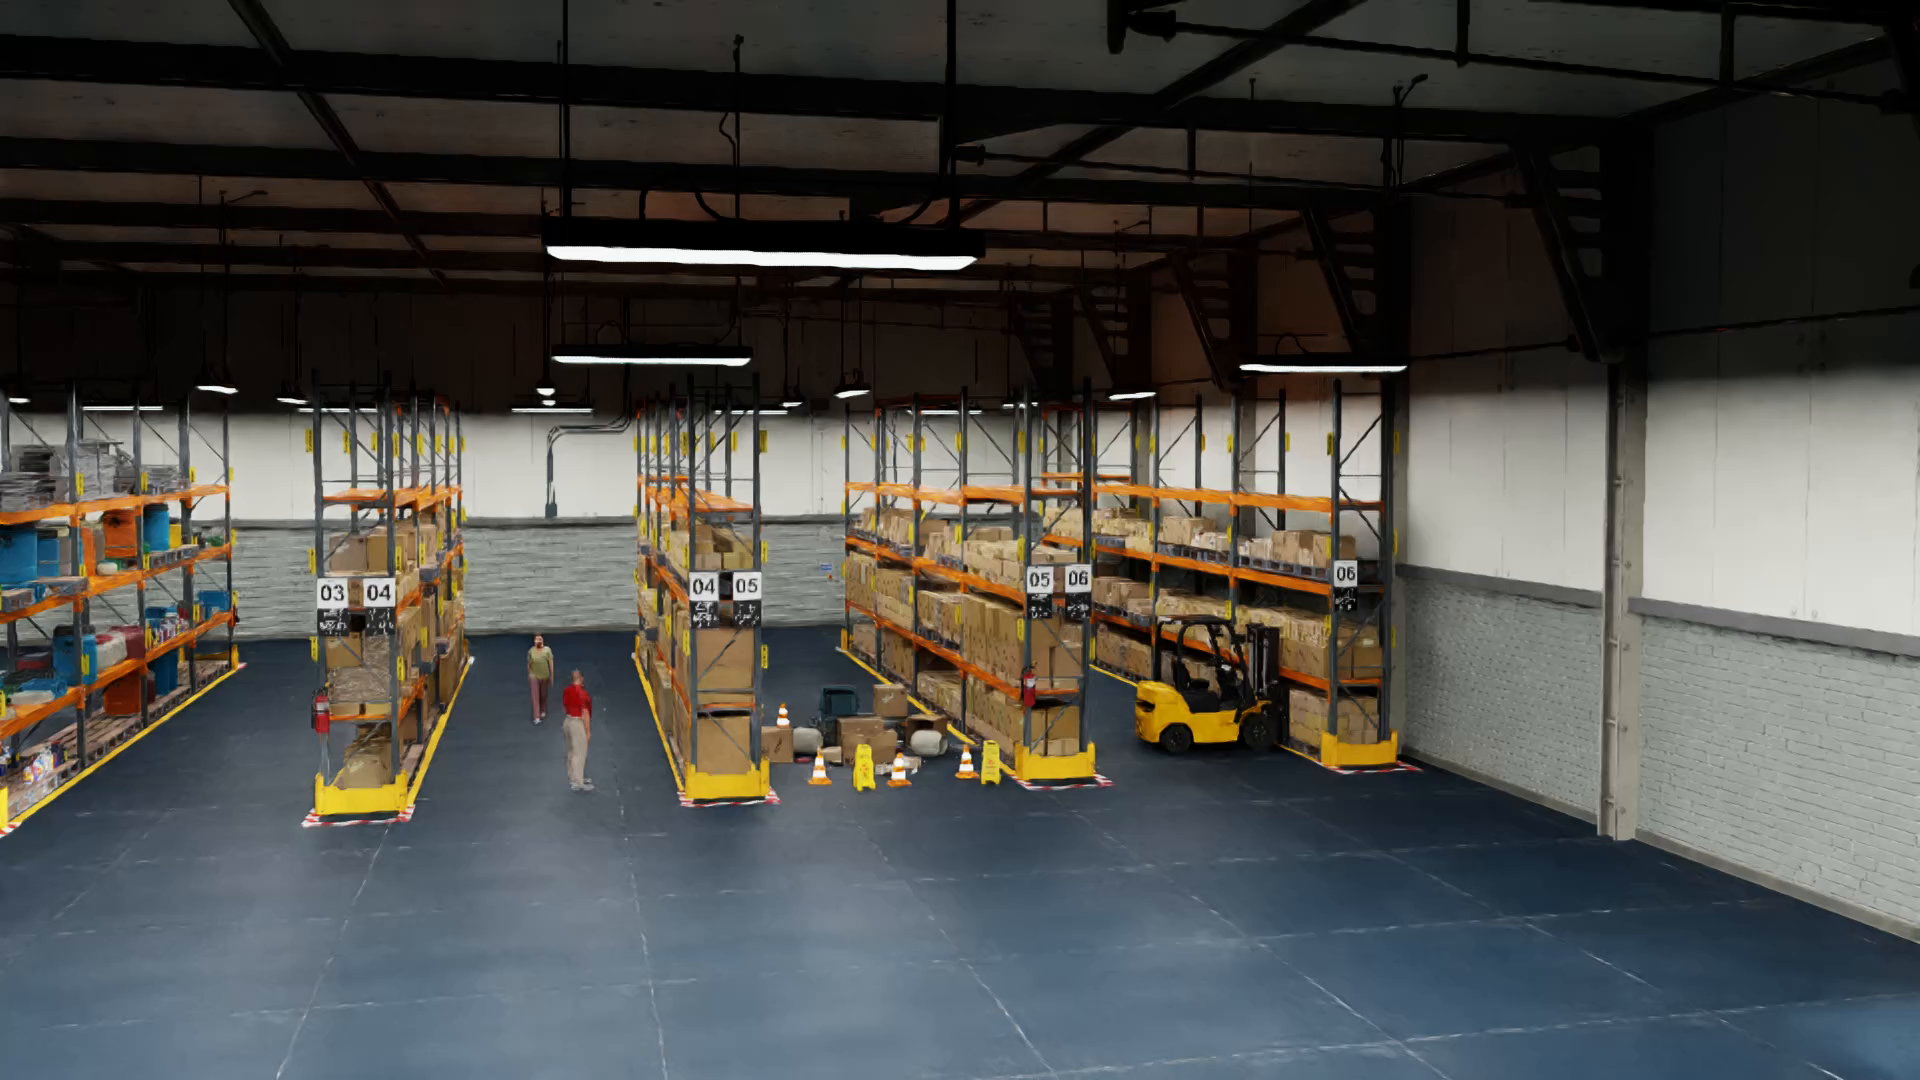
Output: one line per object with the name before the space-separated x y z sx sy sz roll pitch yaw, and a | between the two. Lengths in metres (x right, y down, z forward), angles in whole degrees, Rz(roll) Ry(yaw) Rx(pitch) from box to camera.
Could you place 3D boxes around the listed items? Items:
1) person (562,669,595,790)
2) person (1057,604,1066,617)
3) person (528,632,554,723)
person | -5.515 2.731 24.146 0.457 1.733 0.593 -3 5 -44
person | 2.781 1.661 42.840 0.547 1.760 0.660 -3 4 -38
person | -7.548 2.462 29.957 0.456 1.610 1.019 -1 3 -15
